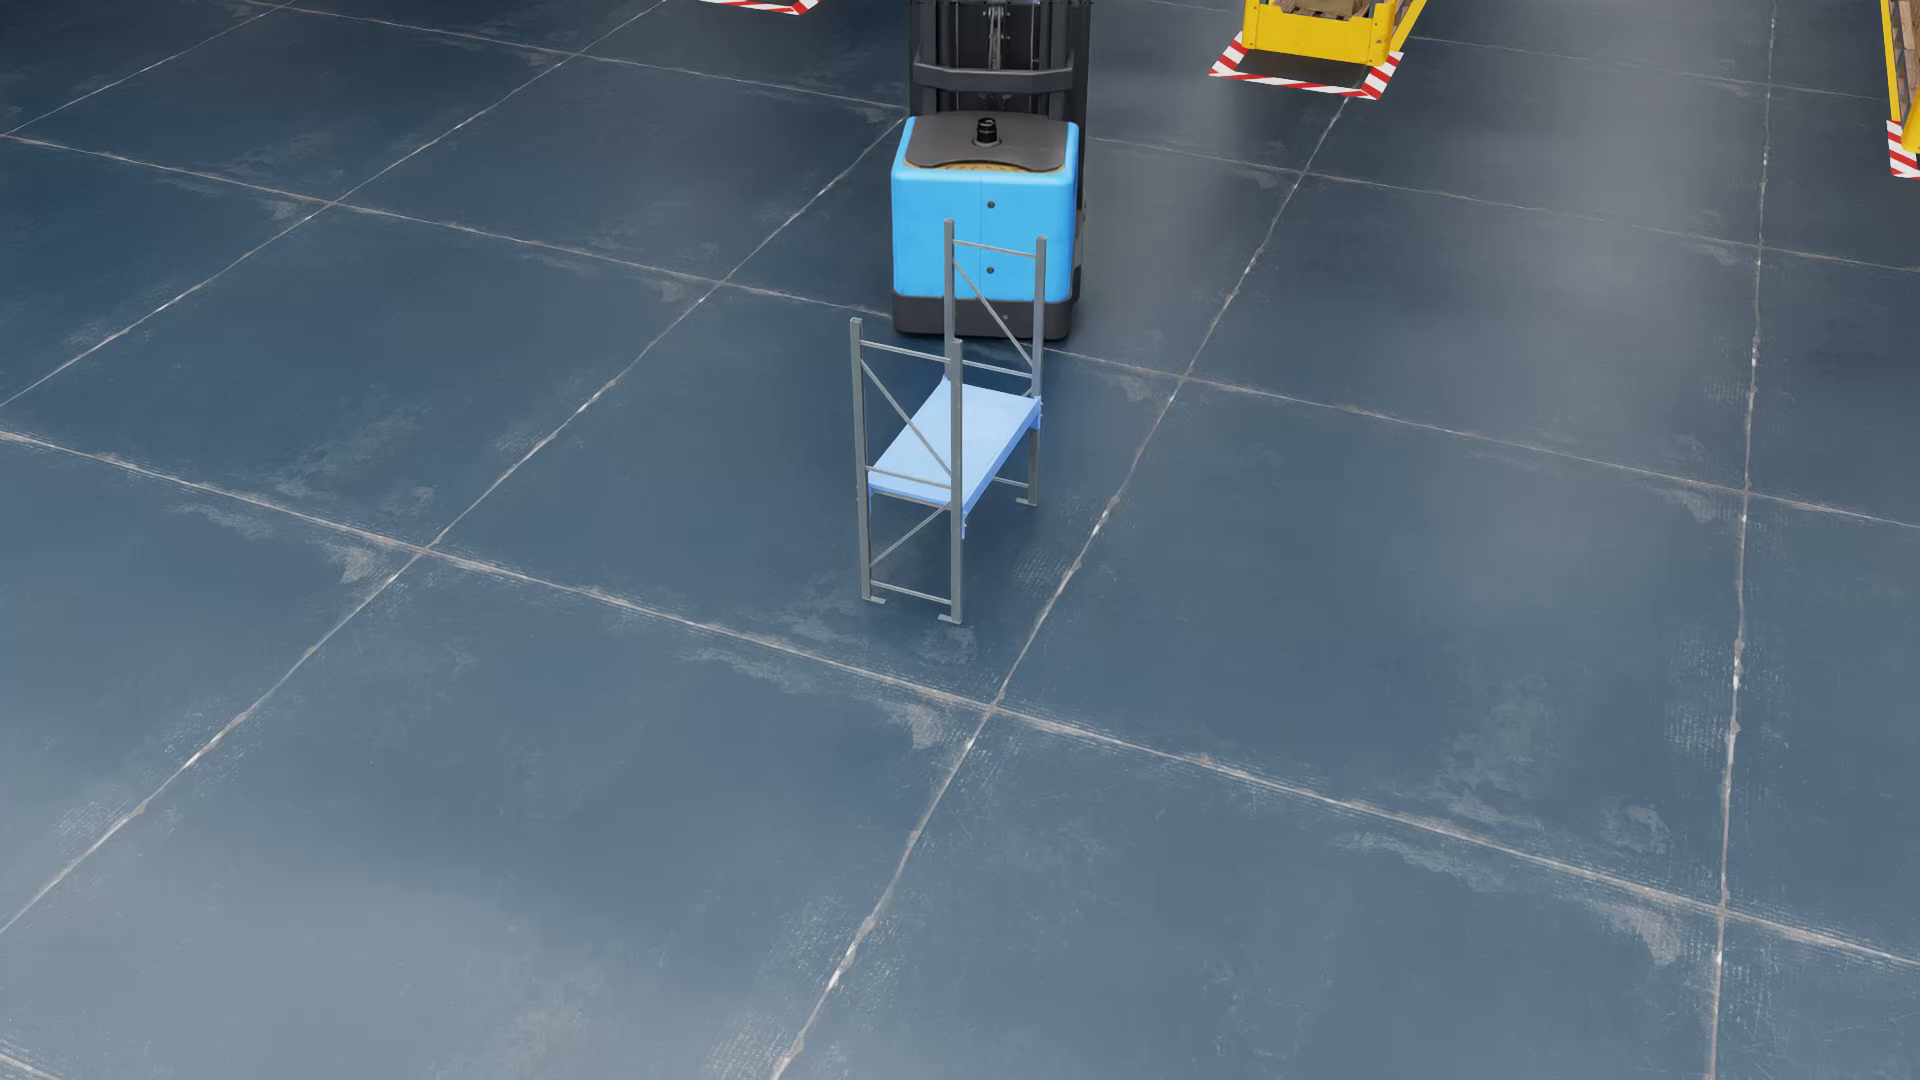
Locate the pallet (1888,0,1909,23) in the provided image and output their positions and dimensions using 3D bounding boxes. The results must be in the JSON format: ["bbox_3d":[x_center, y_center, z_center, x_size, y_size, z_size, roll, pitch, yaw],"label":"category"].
[{"bbox_3d":[8.582,-4.681,14.336,1.003,0.211,1.213,14,39,18],"label":"pallet"}]

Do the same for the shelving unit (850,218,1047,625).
[{"bbox_3d":[-0.032,-0.553,7.738,0.538,1.500,1.048,14,39,18],"label":"shelving unit"}]

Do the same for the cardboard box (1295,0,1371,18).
[{"bbox_3d":[3.127,-4.681,13.744,0.500,0.500,0.500,21,42,26],"label":"cardboard box"}]

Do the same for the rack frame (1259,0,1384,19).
[{"bbox_3d":[2.873,-5.172,12.664,1.000,3.000,0.127,14,39,18],"label":"rack frame"}]

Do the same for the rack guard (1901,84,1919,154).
[{"bbox_3d":[7.413,-2.972,11.808,1.175,0.500,0.348,14,39,18],"label":"rack guard"}]

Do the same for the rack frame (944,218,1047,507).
[{"bbox_3d":[0.161,-0.835,8.114,0.500,1.500,0.032,14,39,18],"label":"rack frame"}]

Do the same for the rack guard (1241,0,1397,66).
[{"bbox_3d":[2.902,-4.213,13.469,1.175,0.500,0.348,14,39,18],"label":"rack guard"}]

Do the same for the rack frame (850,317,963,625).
[{"bbox_3d":[-0.226,-0.272,7.361,0.500,1.500,0.032,14,39,18],"label":"rack frame"}]

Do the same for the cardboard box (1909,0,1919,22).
[{"bbox_3d":[8.300,-4.686,13.437,0.875,0.875,0.875,14,39,18],"label":"cardboard box"}]

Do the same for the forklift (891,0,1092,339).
[{"bbox_3d":[0.257,-3.212,10.099,1.130,2.935,3.031,3,37,4],"label":"forklift"}]

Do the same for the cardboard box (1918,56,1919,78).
[{"bbox_3d":[7.619,-3.694,12.110,0.875,0.875,0.875,14,39,18],"label":"cardboard box"}]

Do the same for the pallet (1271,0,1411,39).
[{"bbox_3d":[3.244,-4.539,14.146,1.003,0.211,1.213,14,39,18],"label":"pallet"}]

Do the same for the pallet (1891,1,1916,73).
[{"bbox_3d":[8.120,-4.003,13.429,1.003,0.211,1.213,14,39,18],"label":"pallet"}]

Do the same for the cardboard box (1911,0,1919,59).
[{"bbox_3d":[7.952,-4.181,12.763,0.875,0.875,0.875,13,39,17],"label":"cardboard box"}]

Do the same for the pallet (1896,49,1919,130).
[{"bbox_3d":[7.654,-3.330,12.528,1.003,0.211,1.213,14,39,18],"label":"pallet"}]

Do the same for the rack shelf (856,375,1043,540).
[{"bbox_3d":[-0.032,-0.409,7.845,0.538,0.185,1.000,14,39,18],"label":"rack shelf"}]

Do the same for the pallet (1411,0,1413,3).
[{"bbox_3d":[3.710,-5.212,15.047,1.003,0.211,1.213,14,39,18],"label":"pallet"}]
